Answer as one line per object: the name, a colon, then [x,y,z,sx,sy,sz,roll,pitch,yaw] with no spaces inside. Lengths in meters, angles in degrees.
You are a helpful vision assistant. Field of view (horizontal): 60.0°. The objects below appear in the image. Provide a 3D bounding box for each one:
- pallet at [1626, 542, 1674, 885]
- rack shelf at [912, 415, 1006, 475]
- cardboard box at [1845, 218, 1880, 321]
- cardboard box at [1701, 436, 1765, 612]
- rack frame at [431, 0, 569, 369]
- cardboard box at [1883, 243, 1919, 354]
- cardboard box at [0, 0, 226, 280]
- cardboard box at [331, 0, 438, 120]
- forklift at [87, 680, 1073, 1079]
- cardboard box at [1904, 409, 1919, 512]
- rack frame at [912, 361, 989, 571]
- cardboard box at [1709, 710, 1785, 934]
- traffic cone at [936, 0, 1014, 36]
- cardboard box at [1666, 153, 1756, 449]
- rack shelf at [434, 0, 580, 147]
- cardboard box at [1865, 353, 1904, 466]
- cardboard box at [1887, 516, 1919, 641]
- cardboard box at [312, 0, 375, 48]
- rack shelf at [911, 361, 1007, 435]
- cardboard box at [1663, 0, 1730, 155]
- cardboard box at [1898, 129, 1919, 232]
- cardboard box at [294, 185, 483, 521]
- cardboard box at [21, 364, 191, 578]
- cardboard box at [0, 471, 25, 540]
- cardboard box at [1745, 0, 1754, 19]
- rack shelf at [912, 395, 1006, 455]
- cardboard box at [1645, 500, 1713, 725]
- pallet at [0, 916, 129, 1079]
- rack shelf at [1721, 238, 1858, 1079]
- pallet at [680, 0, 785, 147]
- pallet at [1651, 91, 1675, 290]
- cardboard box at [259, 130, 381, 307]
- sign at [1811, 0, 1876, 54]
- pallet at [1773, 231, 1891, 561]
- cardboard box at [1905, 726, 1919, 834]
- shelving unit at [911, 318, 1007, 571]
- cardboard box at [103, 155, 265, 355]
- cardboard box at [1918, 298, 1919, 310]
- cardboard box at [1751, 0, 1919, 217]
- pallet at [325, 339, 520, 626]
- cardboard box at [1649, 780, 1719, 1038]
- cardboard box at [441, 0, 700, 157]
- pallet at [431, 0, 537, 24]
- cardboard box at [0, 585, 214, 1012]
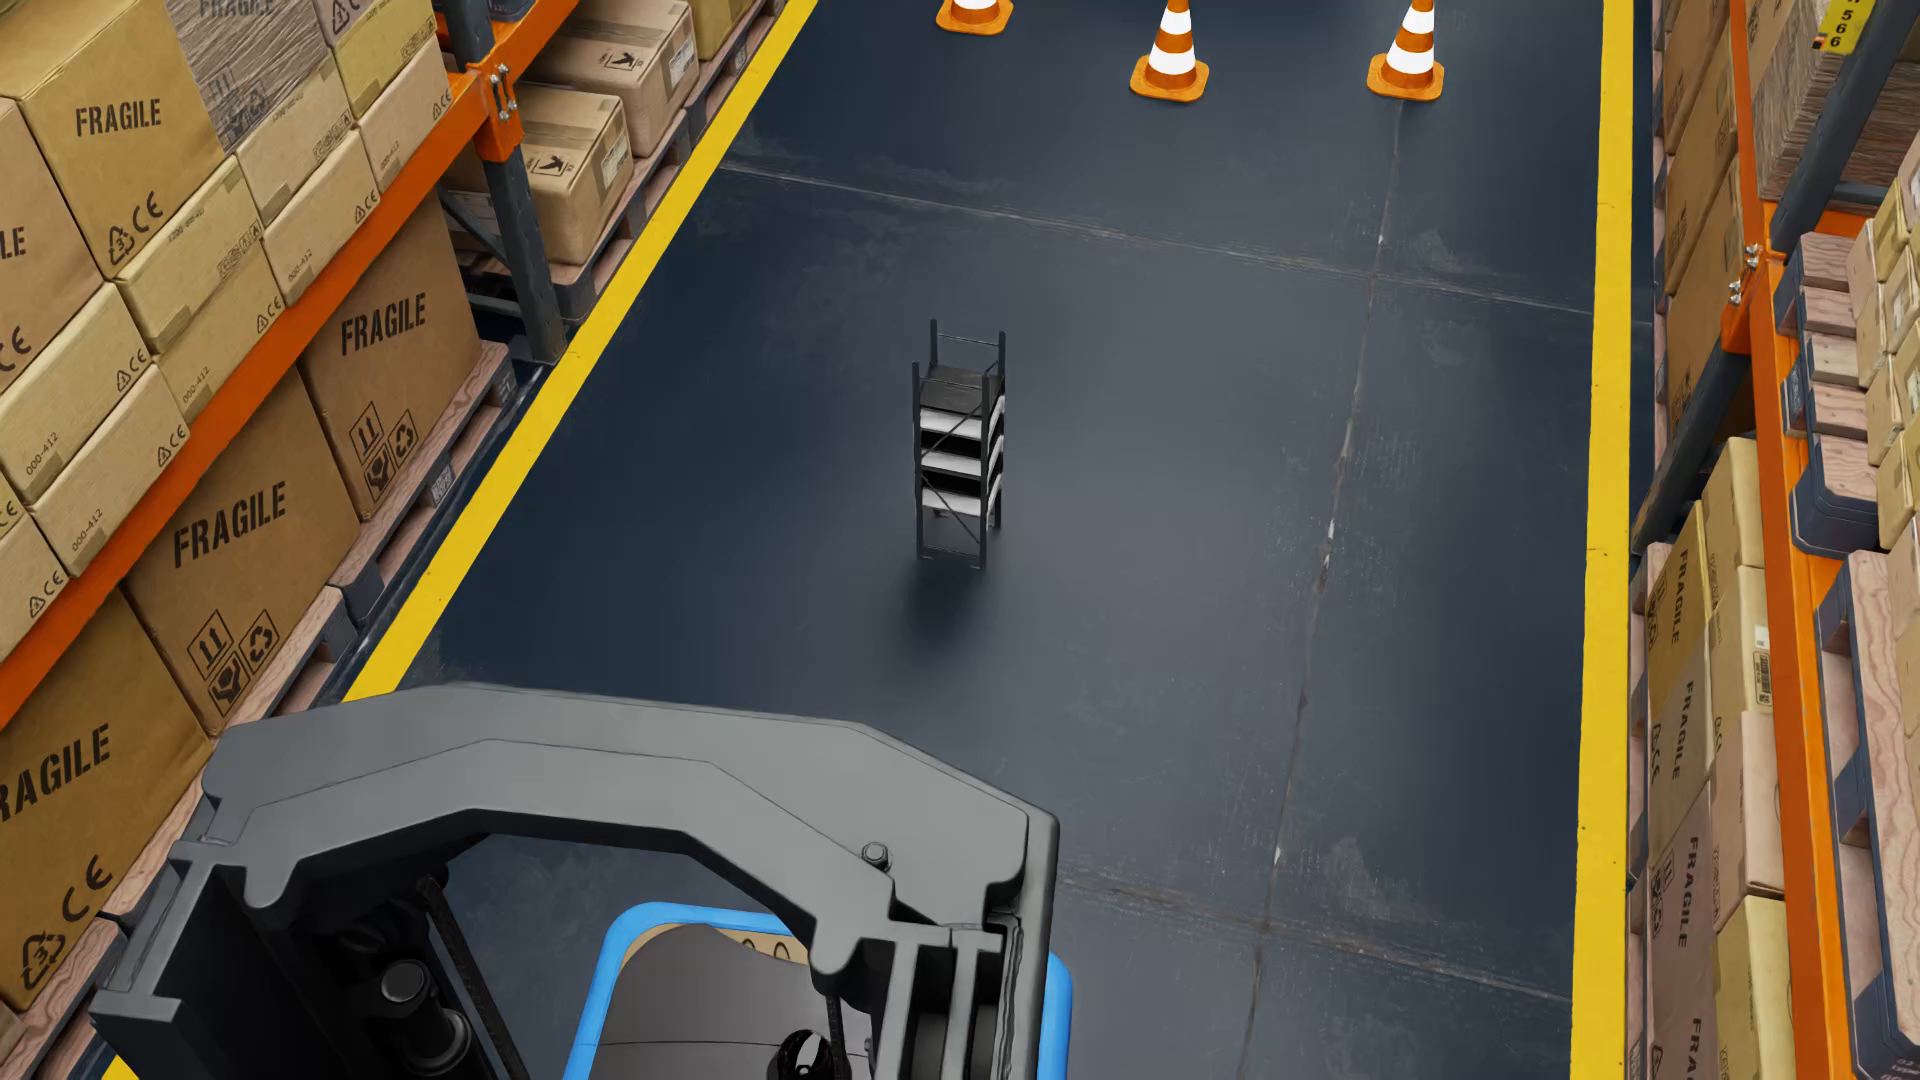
pallet: [2.589,0.602,5.077,1.003,0.211,1.213,12,50,10]
rack shelf: [-0.002,-0.329,5.365,0.258,0.077,0.200,12,50,10]
cardboard box: [2.483,-0.657,4.217,0.380,0.149,0.250,11,49,10]
cardboard box: [2.381,0.006,4.631,0.500,0.250,0.500,10,49,8]
rack frame: [-2.006,-1.789,5.328,1.000,3.000,0.127,12,50,10]
cardboard box: [2.406,-0.533,3.909,0.380,0.149,0.250,14,50,12]
cardboard box: [-2.154,-0.997,3.895,0.500,0.500,0.500,12,50,10]
cardboard box: [-1.889,-1.504,4.844,0.500,0.250,0.500,11,50,10]
forklift: [-0.441,1.669,2.322,1.130,2.935,3.031,5,49,5]
cardboard box: [2.272,-0.157,3.577,0.380,0.149,0.250,12,50,10]
rack frame: [-0.029,-0.218,5.343,0.240,0.900,0.006,12,50,10]
cardboard box: [2.105,0.728,3.994,0.500,0.250,0.500,12,50,10]
traffic cone: [0.071,-2.670,7.797,0.336,0.463,0.334,12,50,10]
cardboard box: [3.043,-0.702,5.590,1.050,0.750,0.750,11,49,10]
rack shelf: [-1.480,-2.998,6.875,1.077,0.370,4.000,12,50,10]
cardboard box: [2.342,-0.268,3.873,0.380,0.149,0.250,14,50,12]
cardboard box: [2.205,0.121,3.530,0.380,0.149,0.250,13,50,11]
cardboard box: [-1.890,-1.727,4.540,0.500,0.500,0.500,10,49,9]
rack shelf: [-0.002,-0.449,5.230,0.258,0.077,0.200,12,50,10]
cardboard box: [3.515,-2.009,6.743,1.050,0.750,0.750,12,50,10]
cardboard box: [2.486,-0.839,3.980,0.380,0.149,0.250,12,50,10]
cardboard box: [-2.268,-0.742,5.541,0.875,0.875,0.875,11,50,10]
cardboard box: [-2.263,-0.214,4.038,0.500,0.250,0.500,11,49,9]
cardboard box: [-2.403,-0.016,3.530,0.500,0.250,0.500,12,50,11]
cardboard box: [2.920,-2.019,5.465,0.500,0.500,0.500,11,49,9]
rack shelf: [-0.002,-0.389,5.297,0.258,0.077,0.200,12,50,10]
cardboard box: [2.364,0.264,4.903,0.500,0.500,0.500,10,49,8]
pallet: [-2.929,1.454,4.326,1.003,0.211,1.213,12,50,10]
rack shelf: [2.269,0.799,3.524,1.077,0.370,4.000,12,50,10]
pallet: [-1.476,-2.311,7.649,1.003,0.211,1.213,12,50,10]
pallet: [3.399,-1.398,6.843,1.003,0.211,1.213,12,50,10]
cardboard box: [-2.008,-0.950,4.687,0.500,0.250,0.500,12,50,11]
sign: [2.260,-1.375,4.191,0.100,0.325,0.005,12,50,10]
pallet: [2.711,-0.285,4.129,1.213,0.211,1.003,12,50,10]
cardboard box: [2.067,0.490,3.204,0.380,0.149,0.250,10,49,9]
shelving unit: [-0.002,-0.292,5.407,0.258,0.900,0.210,12,50,10]
cardboard box: [-2.135,-0.758,4.185,0.500,0.250,0.500,10,49,9]
cardboard box: [2.350,-0.470,3.655,0.380,0.149,0.250,11,50,10]
cardboard box: [2.655,-1.297,4.827,0.500,0.500,0.500,12,50,10]
pallet: [-2.286,-0.311,5.884,1.003,0.211,1.213,12,50,10]
cardboard box: [2.104,1.001,4.253,0.500,0.500,0.500,10,49,9]
cardboard box: [-1.661,-2.000,6.987,0.950,0.372,0.625,11,49,9]
pallet: [-1.921,-2.262,5.874,1.213,0.211,1.003,12,50,10]
cardboard box: [-2.743,0.549,4.402,0.875,0.875,0.875,13,50,11]
